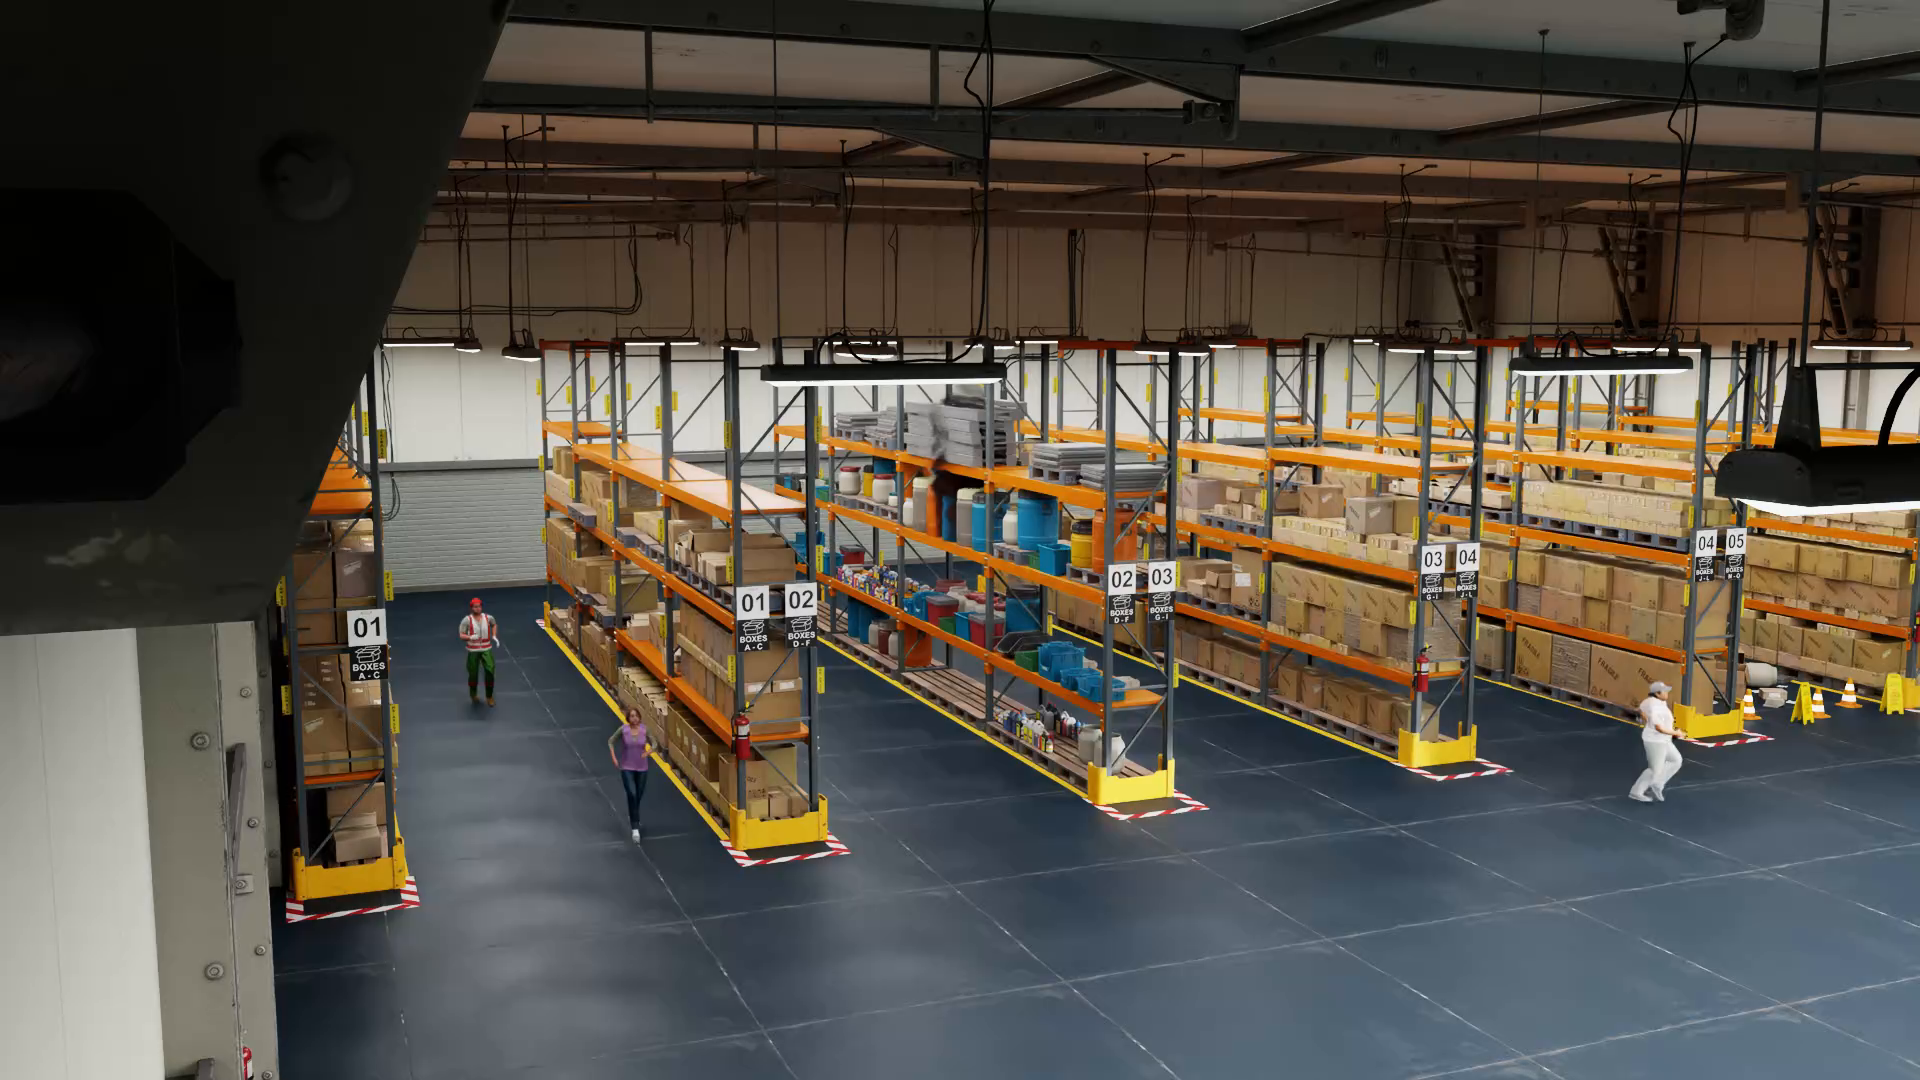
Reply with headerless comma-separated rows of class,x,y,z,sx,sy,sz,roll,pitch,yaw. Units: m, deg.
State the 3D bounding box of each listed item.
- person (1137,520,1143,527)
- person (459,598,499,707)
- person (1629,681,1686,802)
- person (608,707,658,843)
person,4.138,0.359,39.388,0.734,1.760,0.891,0,7,1
person,-7.966,1.867,27.583,0.659,1.825,0.748,-3,8,-25
person,9.241,2.674,22.017,0.653,1.652,0.614,3,8,20
person,-4.033,2.869,20.630,0.586,1.623,0.753,-3,8,-20
